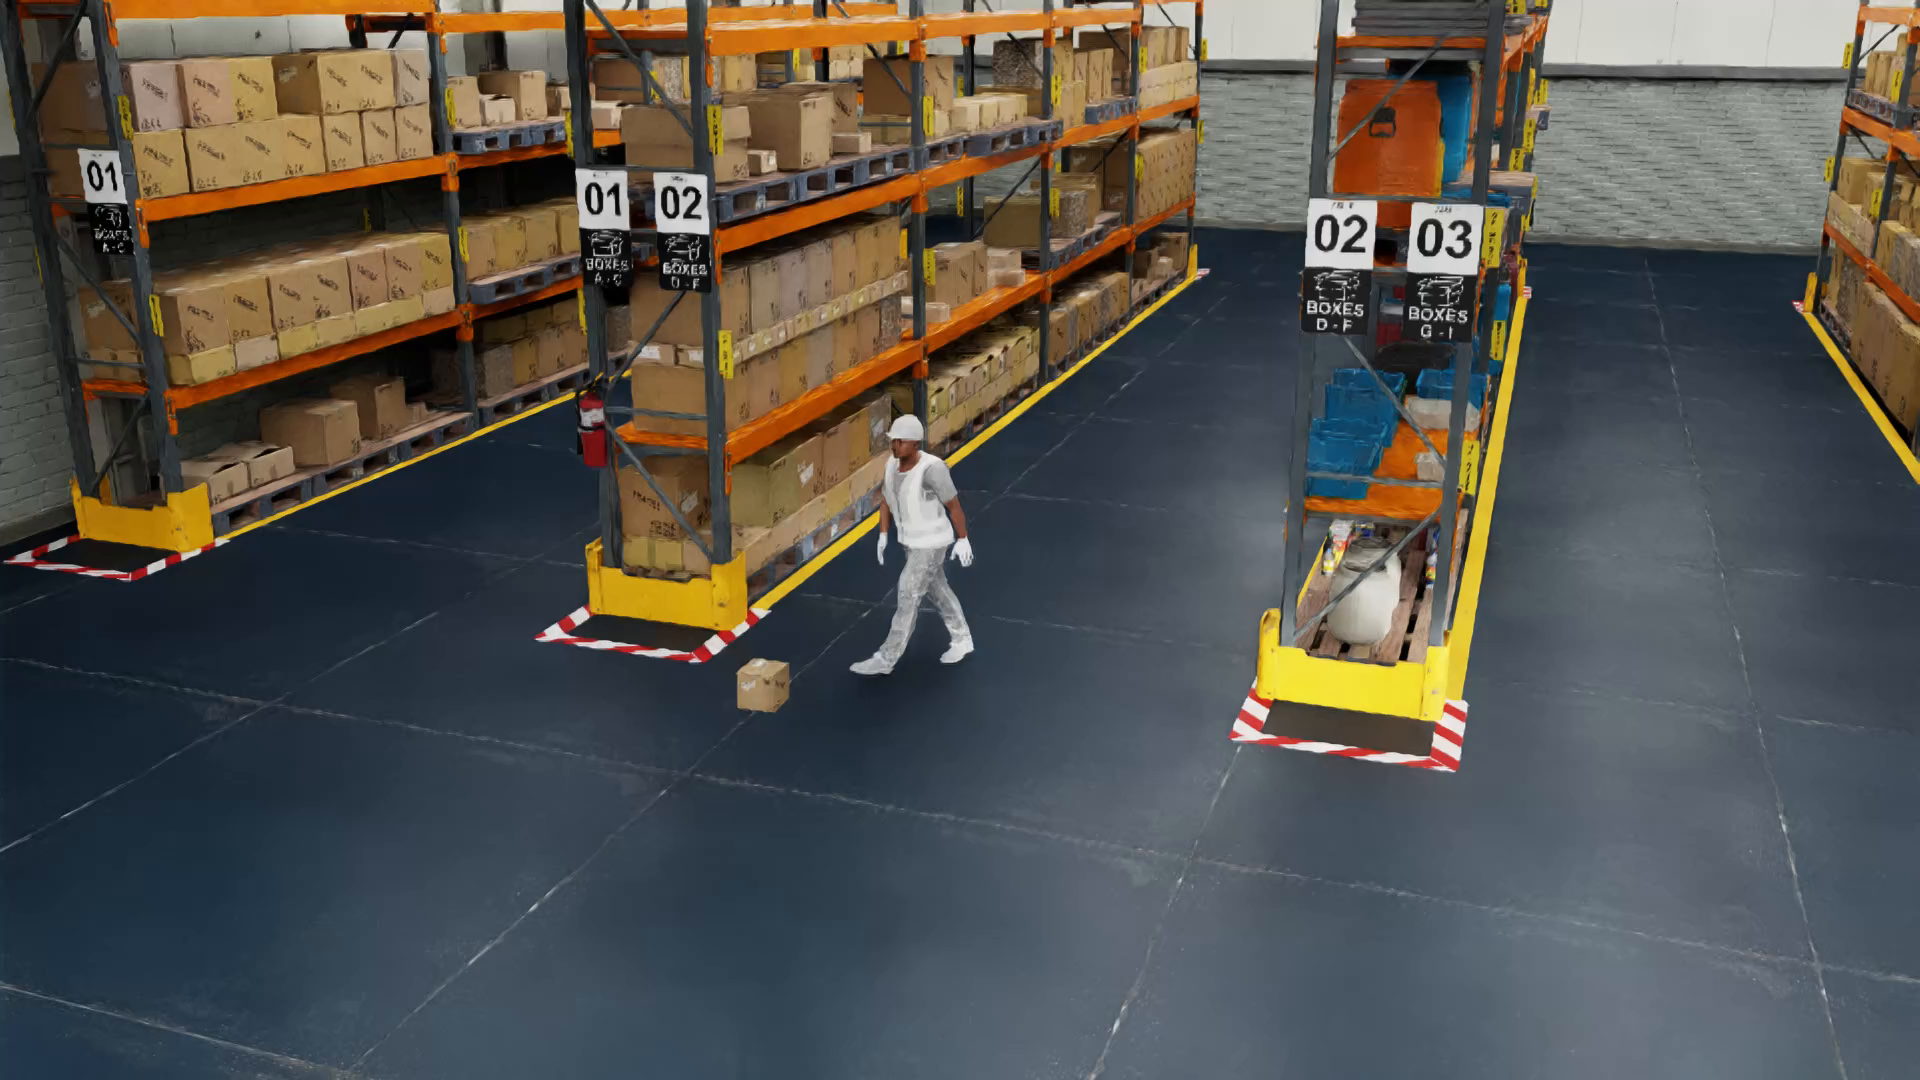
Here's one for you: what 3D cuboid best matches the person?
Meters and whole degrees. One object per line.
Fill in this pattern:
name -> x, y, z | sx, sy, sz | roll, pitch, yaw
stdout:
person -> -0.333, 0.016, 10.992 | 0.955, 1.740, 0.536 | -8, 20, -22
